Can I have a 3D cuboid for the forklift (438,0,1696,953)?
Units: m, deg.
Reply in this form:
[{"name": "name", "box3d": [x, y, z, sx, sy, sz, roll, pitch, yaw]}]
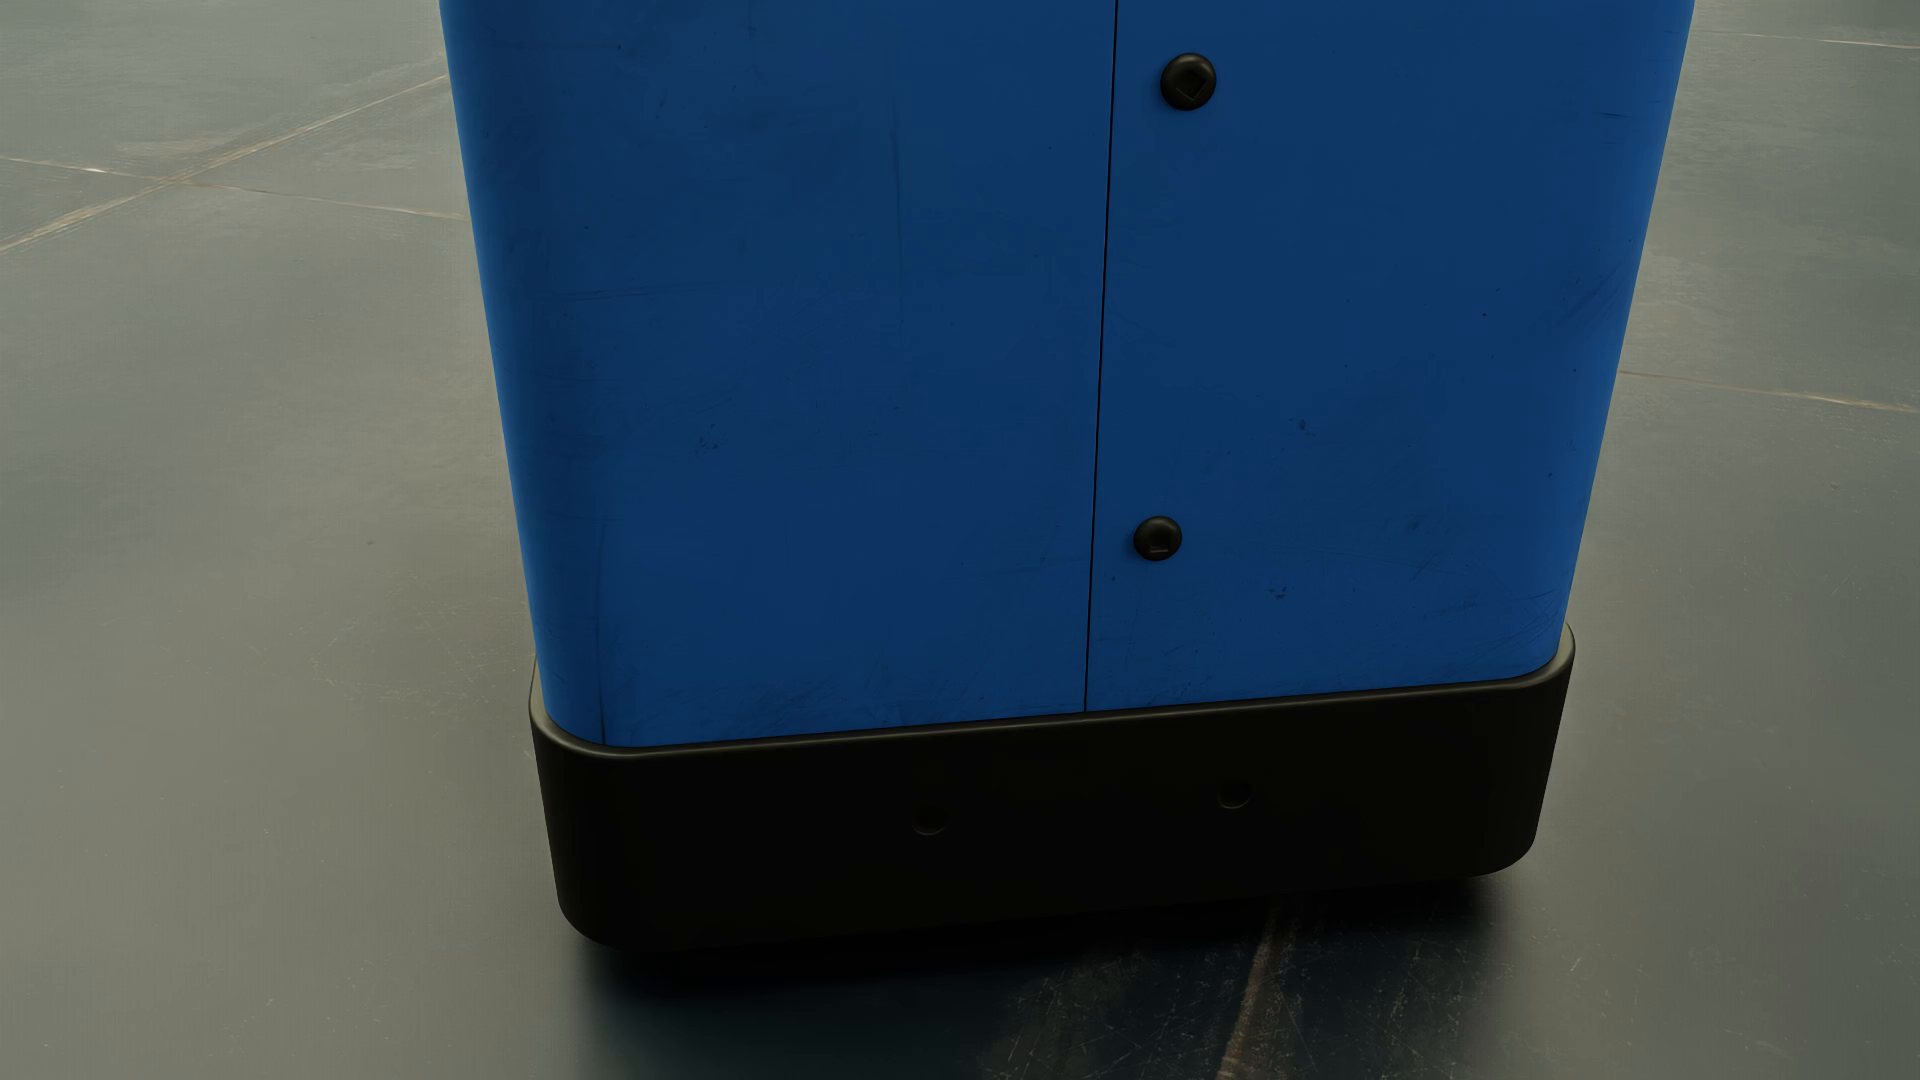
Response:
[{"name": "forklift", "box3d": [-0.081, -1.574, 2.304, 1.130, 2.935, 3.031, -4, 30, -7]}]
